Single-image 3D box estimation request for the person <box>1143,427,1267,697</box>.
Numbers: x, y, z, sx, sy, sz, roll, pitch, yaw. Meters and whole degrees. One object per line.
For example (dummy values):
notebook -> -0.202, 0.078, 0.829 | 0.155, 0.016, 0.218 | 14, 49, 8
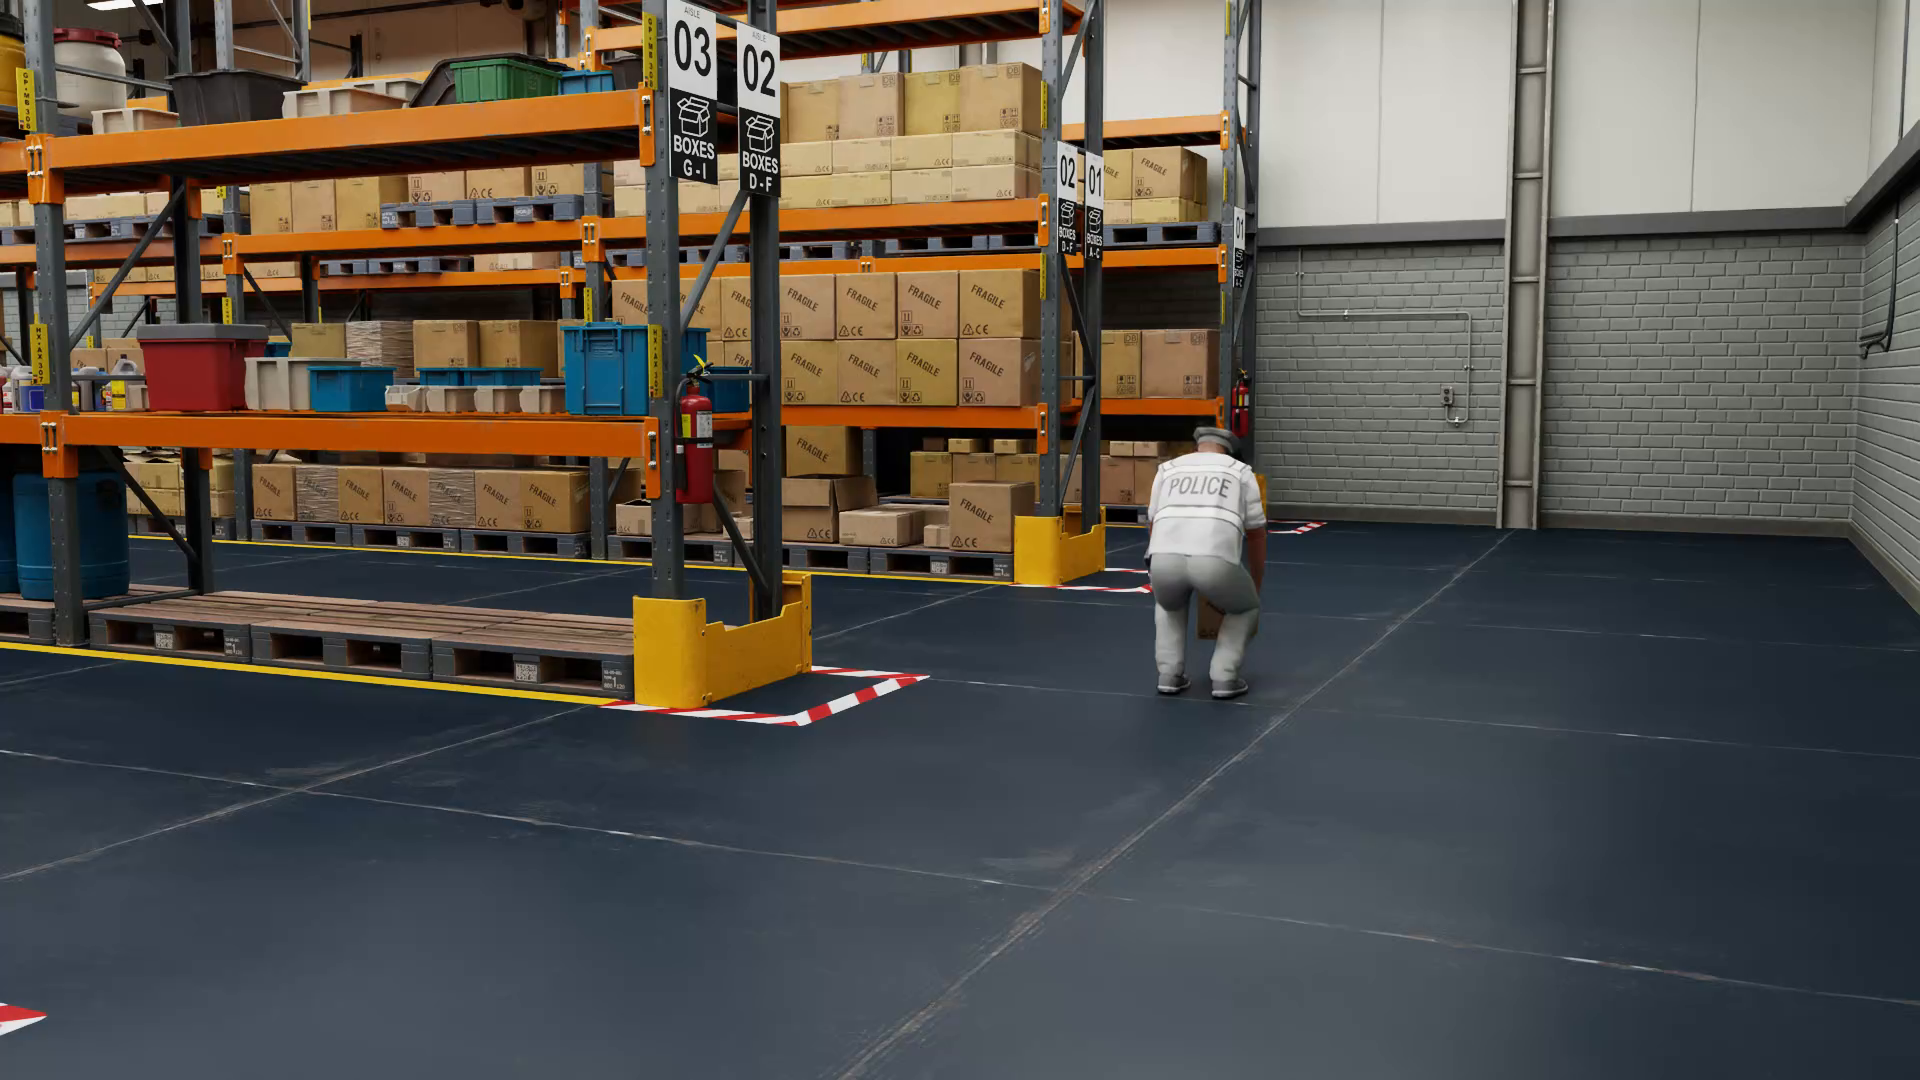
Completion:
person -> 1.161, 0.095, 8.057 | 0.584, 1.268, 0.873 | 2, 6, 24
